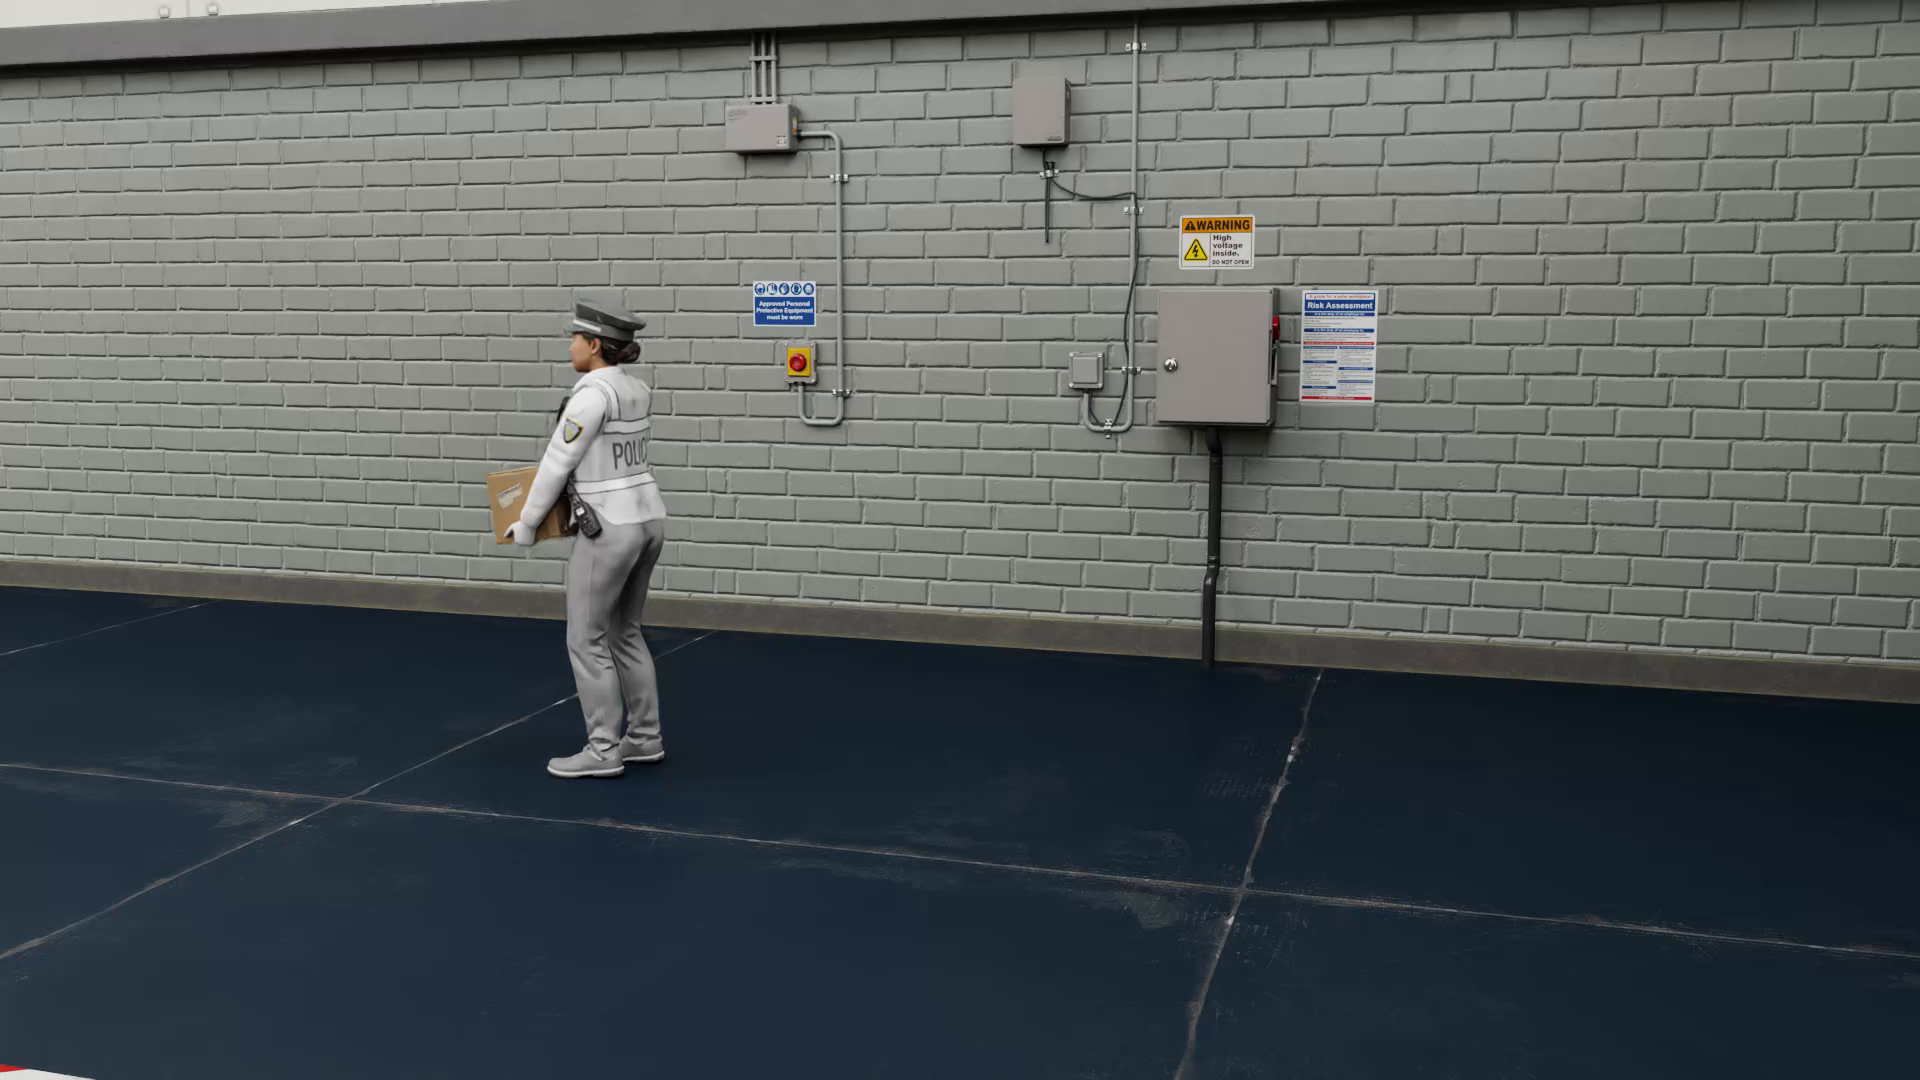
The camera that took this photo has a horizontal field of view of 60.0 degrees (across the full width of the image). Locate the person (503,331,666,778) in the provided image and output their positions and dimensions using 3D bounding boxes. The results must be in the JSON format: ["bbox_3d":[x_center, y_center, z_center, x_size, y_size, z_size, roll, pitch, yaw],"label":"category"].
[{"bbox_3d":[-1.307,0.007,5.851,0.522,1.655,0.416,2,9,15],"label":"person"}]
